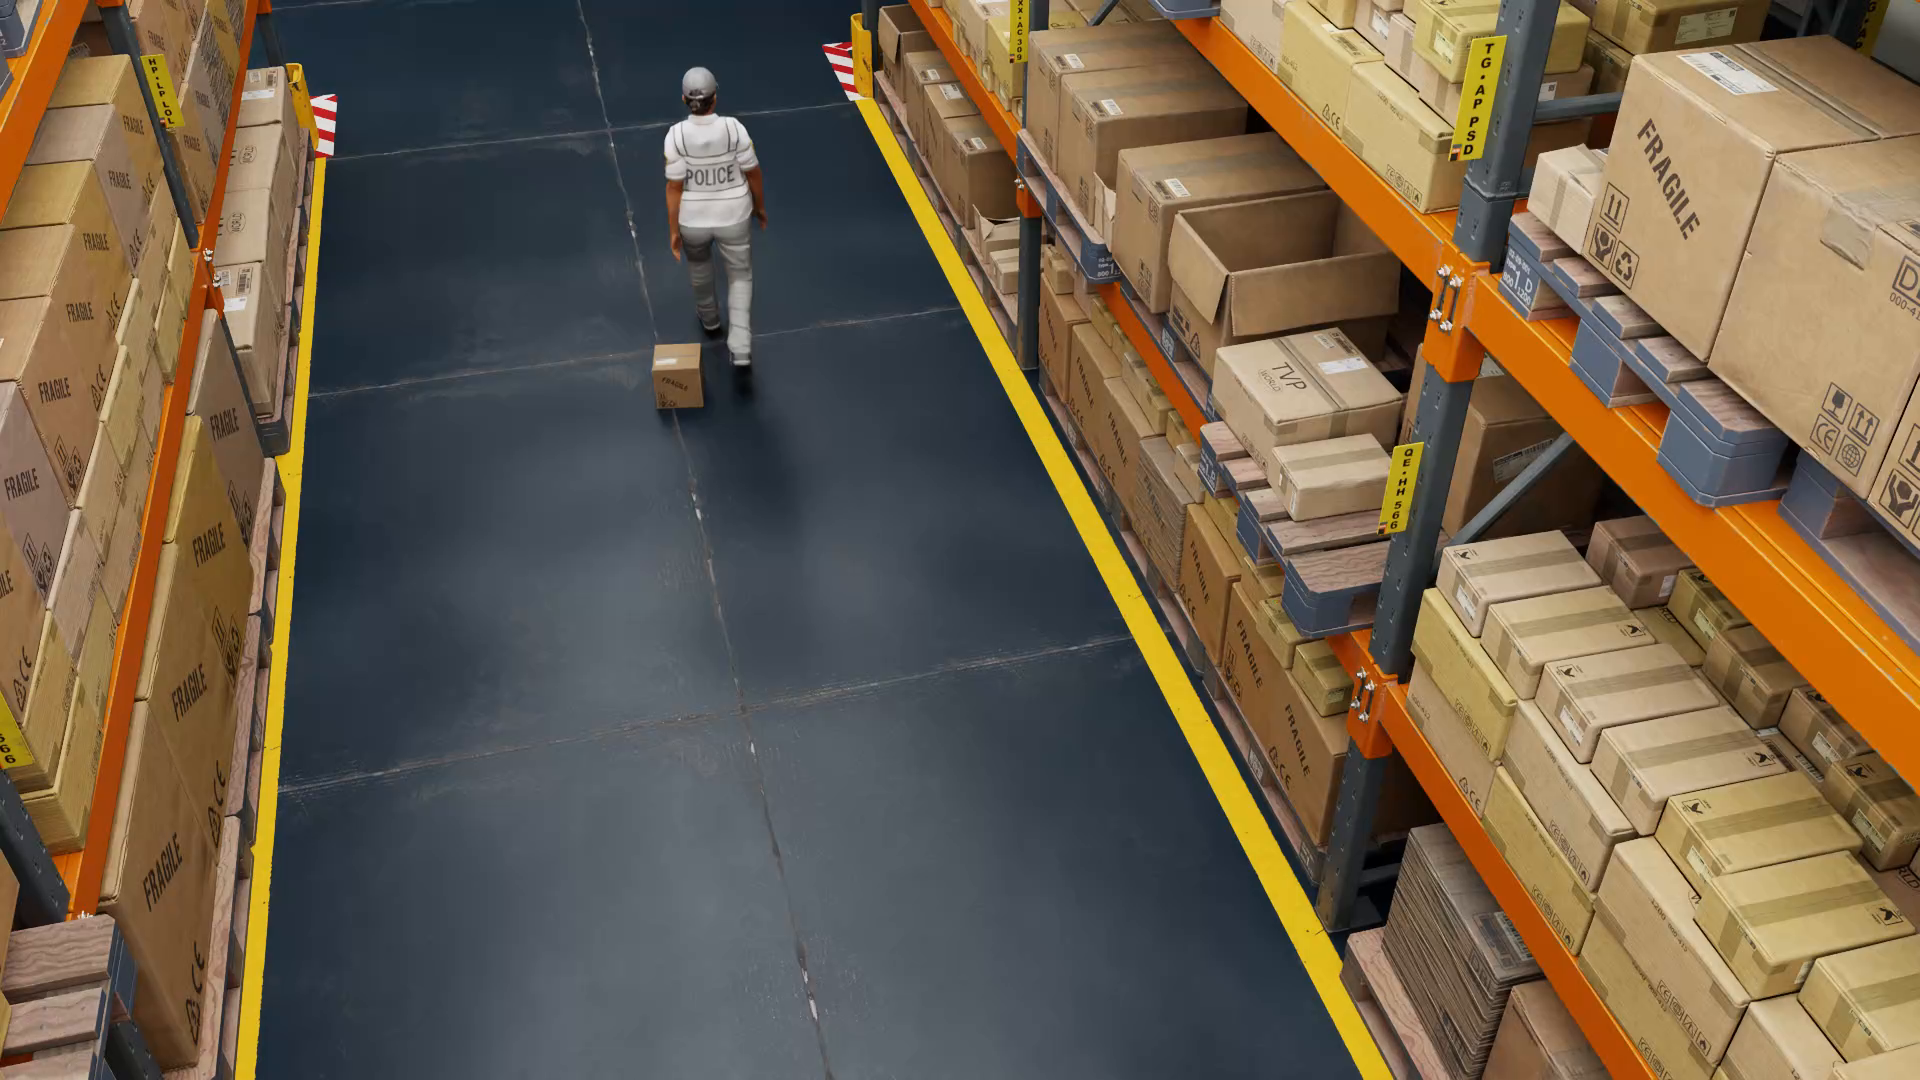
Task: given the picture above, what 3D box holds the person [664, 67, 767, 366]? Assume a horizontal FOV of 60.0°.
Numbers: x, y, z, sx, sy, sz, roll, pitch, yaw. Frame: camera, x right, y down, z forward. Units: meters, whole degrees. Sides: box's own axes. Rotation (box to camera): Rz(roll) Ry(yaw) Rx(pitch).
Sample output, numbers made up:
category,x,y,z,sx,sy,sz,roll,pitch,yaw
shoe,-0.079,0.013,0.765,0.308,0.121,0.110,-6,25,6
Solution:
category,x,y,z,sx,sy,sz,roll,pitch,yaw
person,-1.294,-1.722,8.884,0.526,1.616,0.972,-5,39,-6
